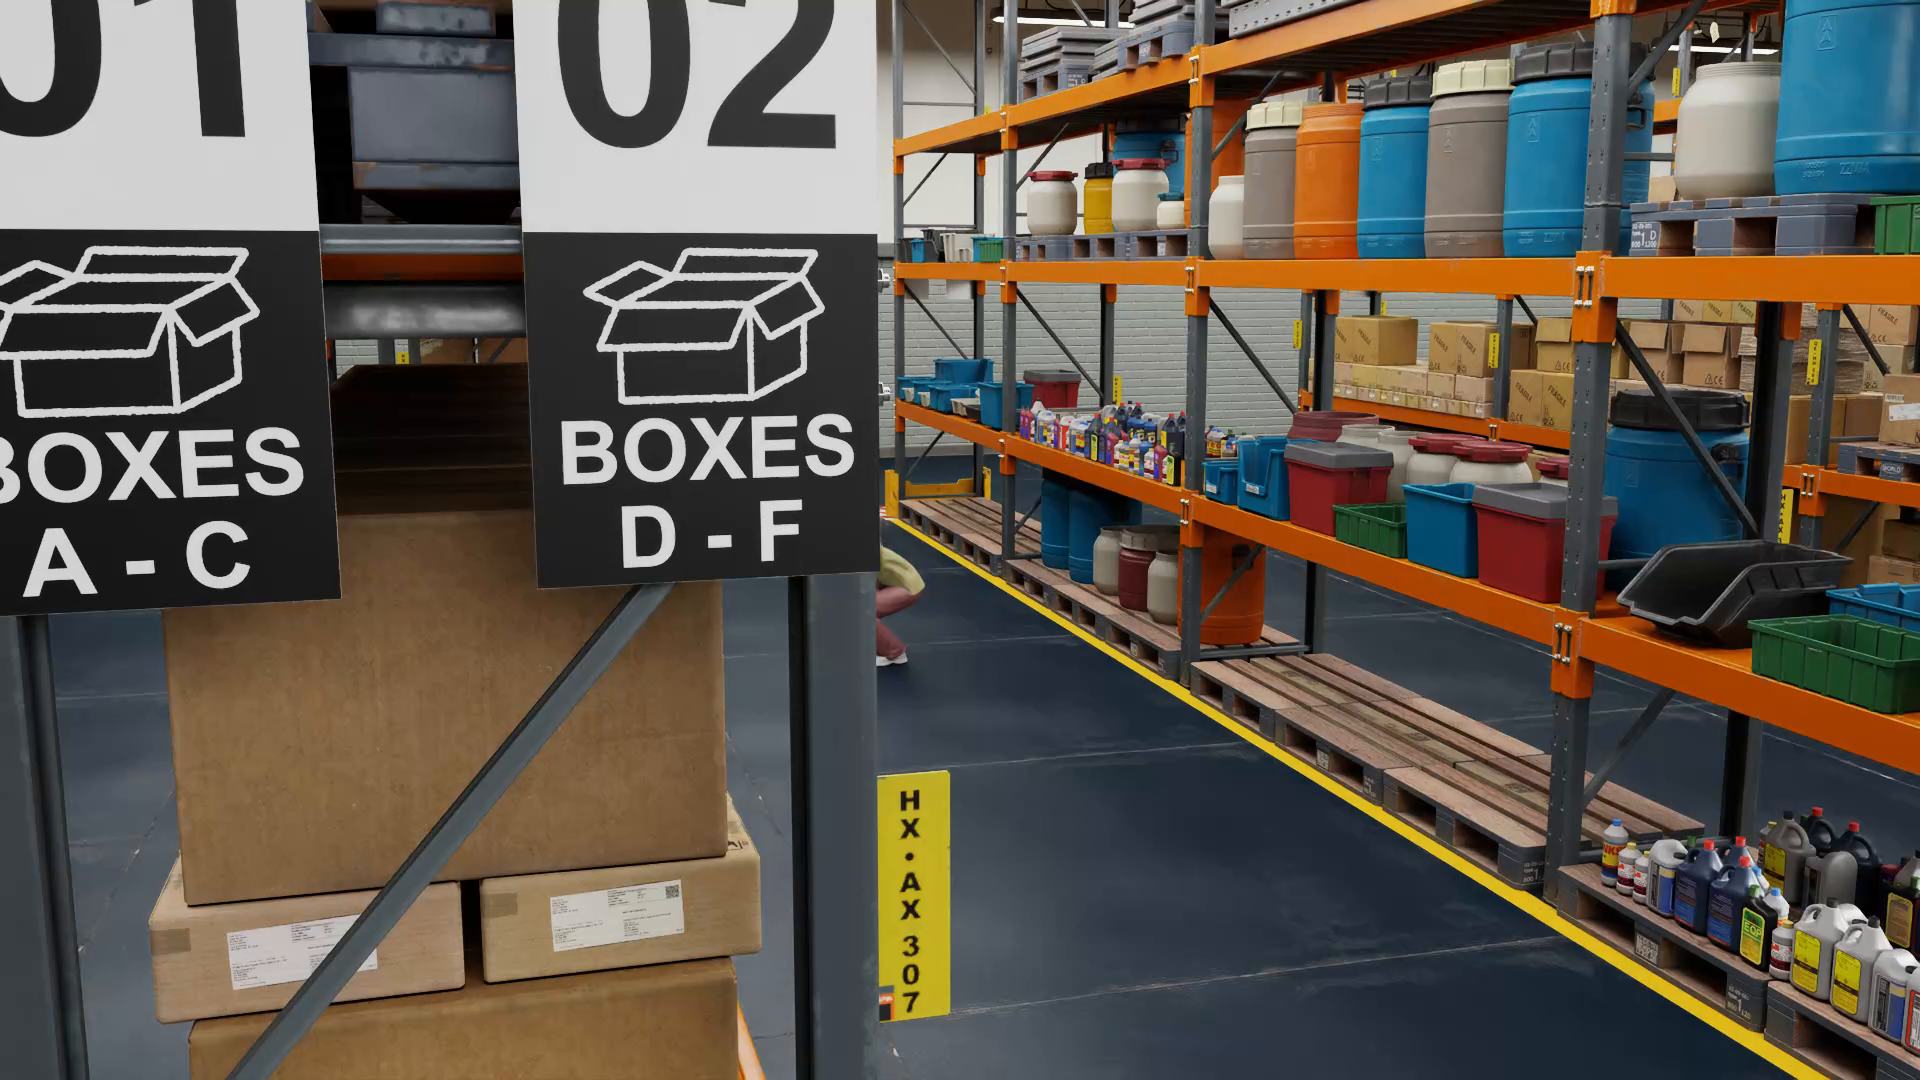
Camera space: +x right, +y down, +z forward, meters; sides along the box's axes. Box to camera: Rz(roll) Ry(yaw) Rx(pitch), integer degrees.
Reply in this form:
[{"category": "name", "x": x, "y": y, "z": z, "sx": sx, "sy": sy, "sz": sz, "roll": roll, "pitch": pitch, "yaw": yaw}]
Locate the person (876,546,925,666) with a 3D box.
[{"category": "person", "x": -0.636, "y": 0.390, "z": 11.682, "sx": 0.787, "sy": 0.974, "sz": 0.494, "roll": -3, "pitch": 10, "yaw": -16}]
